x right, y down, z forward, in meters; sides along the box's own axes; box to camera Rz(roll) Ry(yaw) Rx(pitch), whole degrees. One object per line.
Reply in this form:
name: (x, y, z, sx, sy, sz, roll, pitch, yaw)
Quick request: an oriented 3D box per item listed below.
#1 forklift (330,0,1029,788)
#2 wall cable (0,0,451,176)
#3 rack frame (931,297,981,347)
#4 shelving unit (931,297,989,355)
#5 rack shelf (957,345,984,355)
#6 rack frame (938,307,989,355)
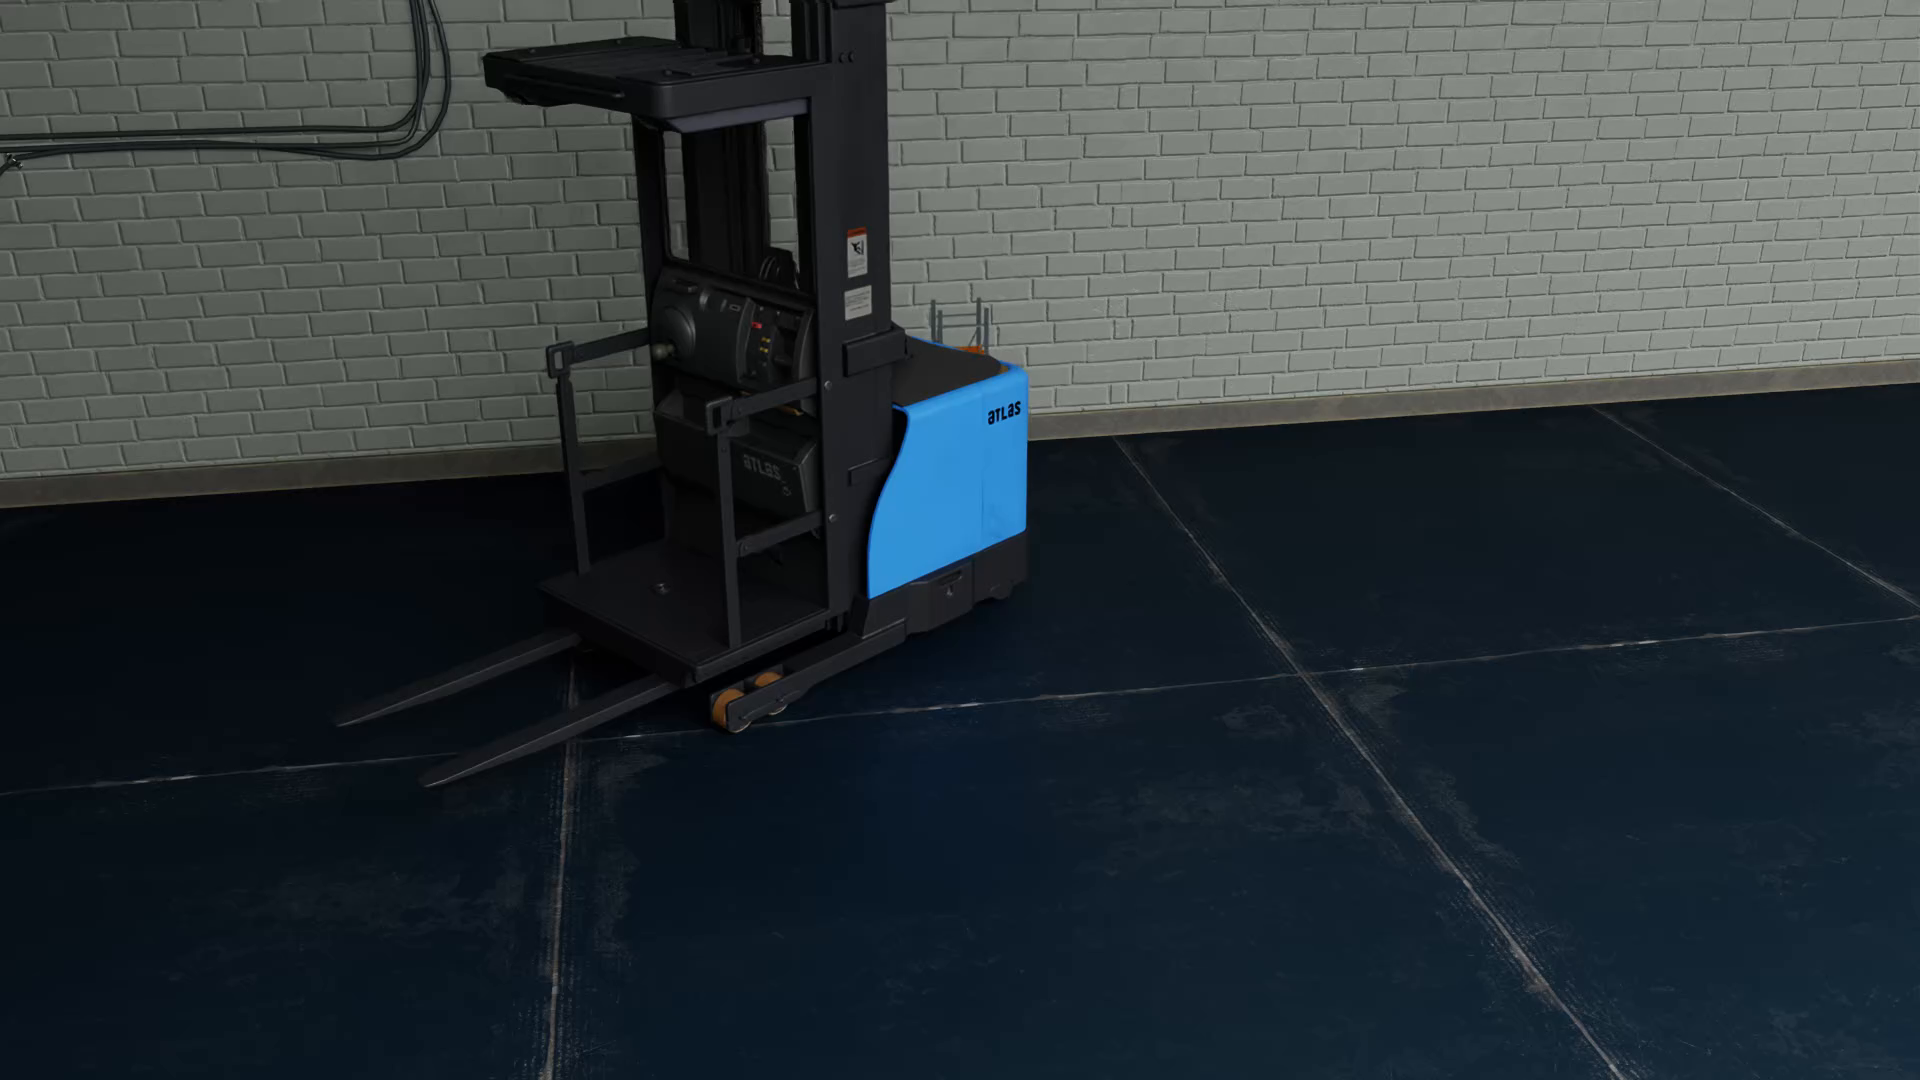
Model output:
forklift: (-1.057, -0.819, 6.464, 1.130, 2.935, 3.031, 21, 31, 39)
wall cable: (-4.023, -2.927, 7.587, 3.097, 2.526, 0.112, -4, 24, -10)
rack frame: (-0.017, -0.593, 8.107, 0.240, 1.200, 0.006, -4, 24, -10)
shelving unit: (0.000, -0.557, 8.025, 0.258, 1.200, 0.189, -4, 24, -10)
rack shelf: (-0.001, -0.846, 7.898, 0.258, 0.103, 0.180, -4, 24, -10)
rack frame: (0.017, -0.521, 7.943, 0.240, 1.200, 0.006, -4, 24, -10)
